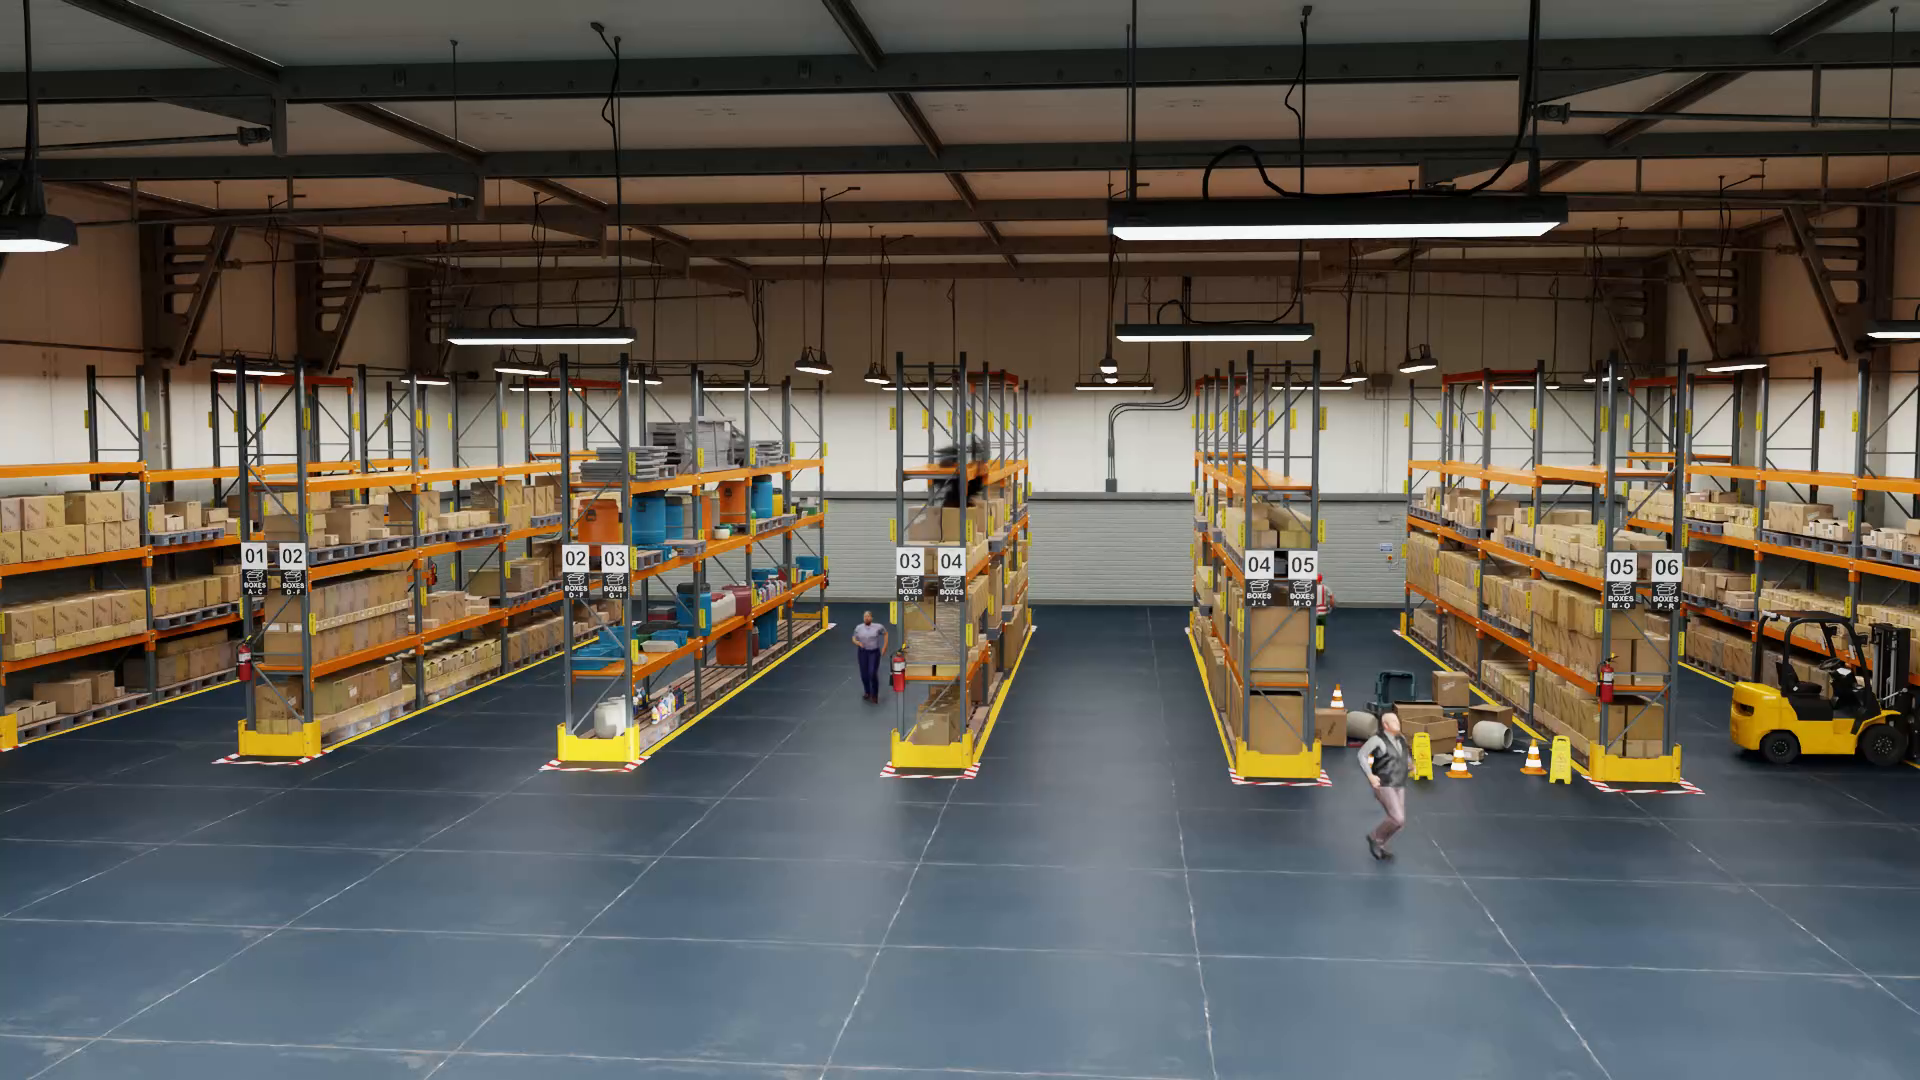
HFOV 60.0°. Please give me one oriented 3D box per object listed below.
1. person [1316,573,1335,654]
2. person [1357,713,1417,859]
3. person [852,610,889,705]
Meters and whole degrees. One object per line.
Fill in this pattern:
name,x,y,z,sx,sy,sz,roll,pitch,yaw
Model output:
person,7.647,1.577,35.655,0.719,1.767,0.590,0,4,7
person,4.899,2.804,18.875,0.708,1.688,0.557,-3,5,-35
person,-1.611,2.102,29.599,0.617,1.713,0.717,1,4,9
